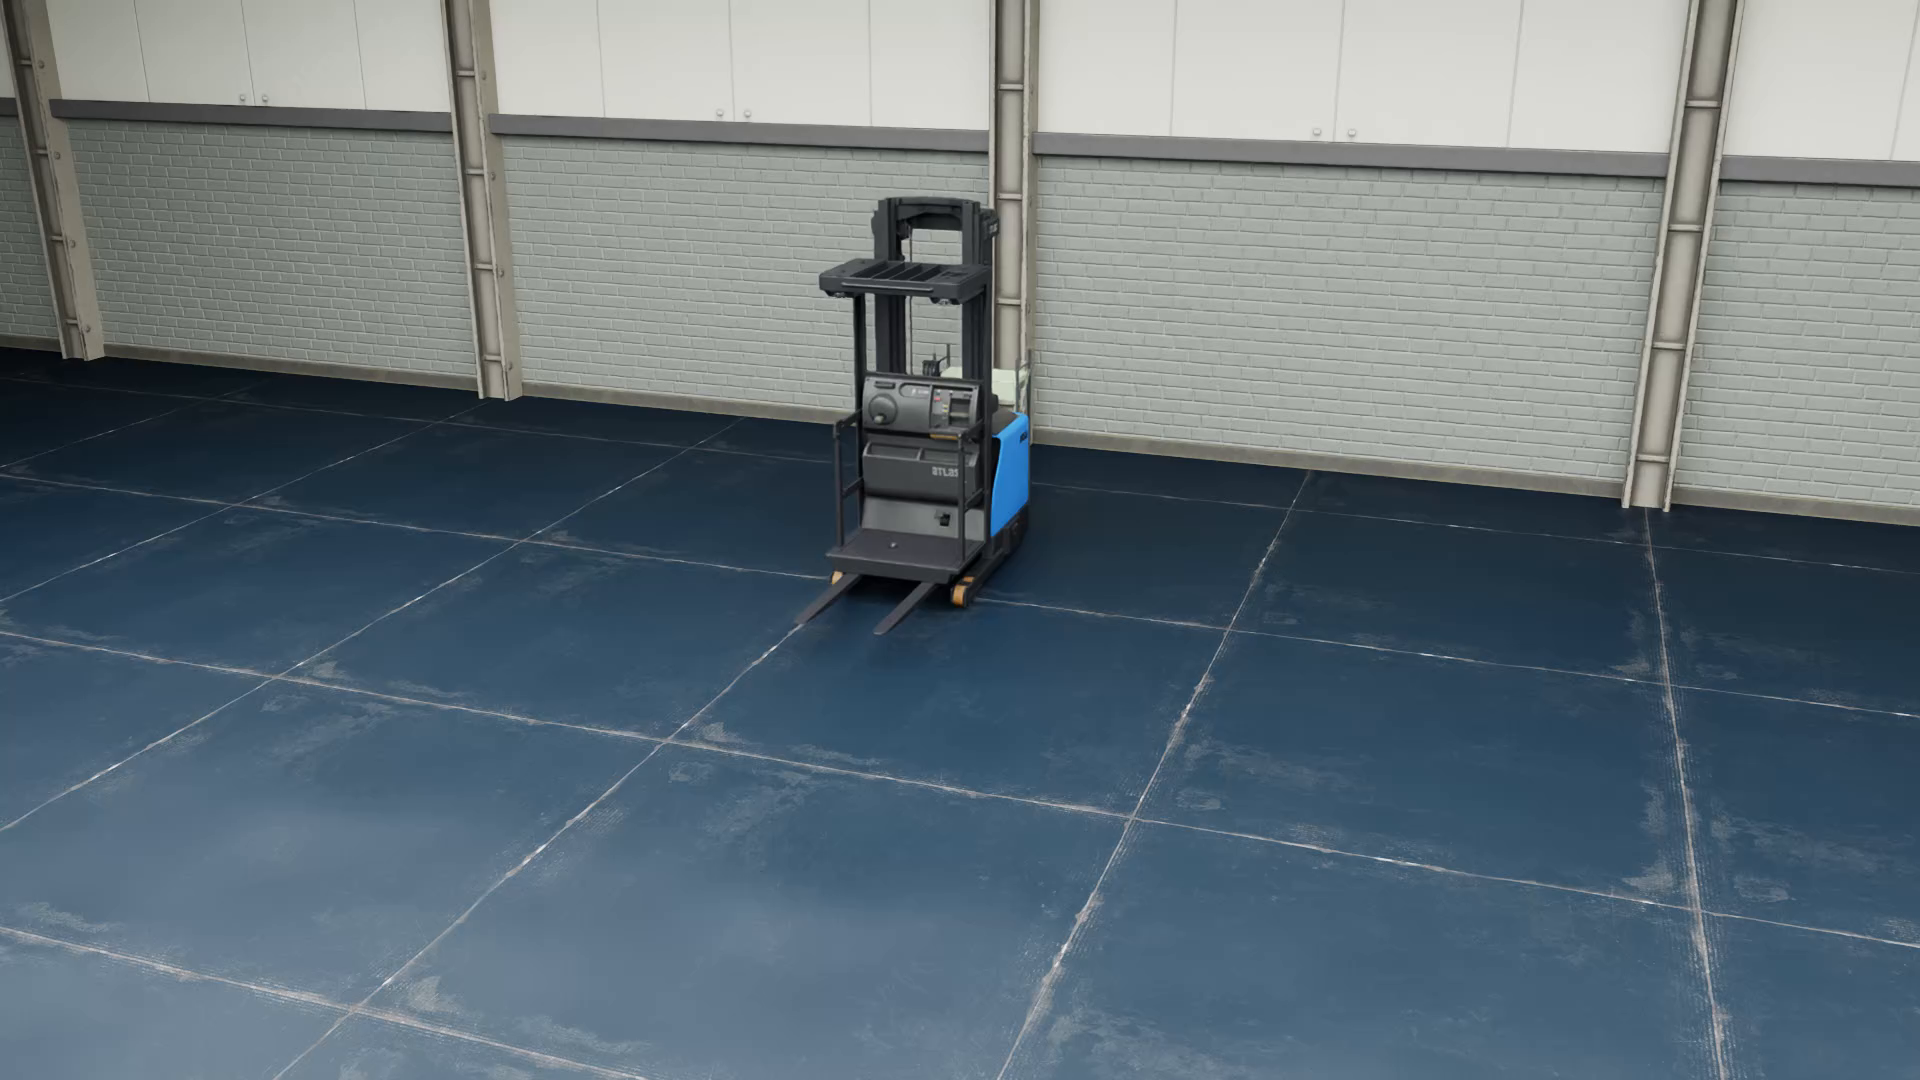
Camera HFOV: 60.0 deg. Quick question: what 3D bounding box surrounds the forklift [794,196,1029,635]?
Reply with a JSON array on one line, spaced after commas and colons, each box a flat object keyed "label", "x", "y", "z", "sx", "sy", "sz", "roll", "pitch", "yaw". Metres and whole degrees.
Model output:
[{"label": "forklift", "x": -0.370, "y": -1.027, "z": 12.568, "sx": 1.130, "sy": 2.935, "sz": 3.031, "roll": 6, "pitch": 20, "yaw": 18}]

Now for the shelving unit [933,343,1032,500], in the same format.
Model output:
[{"label": "shelving unit", "x": 0.191, "y": -0.900, "z": 14.380, "sx": 0.755, "sy": 1.500, "sz": 0.431, "roll": 6, "pitch": 20, "yaw": 18}]

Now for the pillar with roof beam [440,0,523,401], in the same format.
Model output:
[{"label": "pillar with roof beam", "x": -6.572, "y": -4.526, "z": 13.390, "sx": 0.400, "sy": 9.000, "sz": 9.100, "roll": 7, "pitch": 20, "yaw": 18}]

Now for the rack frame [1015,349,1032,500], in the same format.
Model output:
[{"label": "rack frame", "x": 0.537, "y": -0.861, "z": 14.269, "sx": 0.023, "sy": 1.500, "sz": 0.400, "roll": 6, "pitch": 20, "yaw": 18}]

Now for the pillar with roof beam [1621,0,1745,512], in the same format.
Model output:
[{"label": "pillar with roof beam", "x": 4.764, "y": -3.230, "z": 9.671, "sx": 0.400, "sy": 9.000, "sz": 9.100, "roll": 7, "pitch": 20, "yaw": 18}]

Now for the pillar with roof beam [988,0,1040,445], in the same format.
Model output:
[{"label": "pillar with roof beam", "x": -0.904, "y": -3.878, "z": 11.530, "sx": 0.400, "sy": 9.000, "sz": 9.100, "roll": 7, "pitch": 20, "yaw": 18}]

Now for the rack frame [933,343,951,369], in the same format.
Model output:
[{"label": "rack frame", "x": -0.155, "y": -0.939, "z": 14.492, "sx": 0.023, "sy": 1.500, "sz": 0.400, "roll": 6, "pitch": 20, "yaw": 18}]

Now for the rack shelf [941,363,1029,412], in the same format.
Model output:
[{"label": "rack shelf", "x": 0.191, "y": -1.269, "z": 14.252, "sx": 0.720, "sy": 0.370, "sz": 0.431, "roll": 6, "pitch": 20, "yaw": 18}]

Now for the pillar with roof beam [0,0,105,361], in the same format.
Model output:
[{"label": "pillar with roof beam", "x": -12.239, "y": -5.174, "z": 15.249, "sx": 0.400, "sy": 9.000, "sz": 9.100, "roll": 7, "pitch": 20, "yaw": 18}]
